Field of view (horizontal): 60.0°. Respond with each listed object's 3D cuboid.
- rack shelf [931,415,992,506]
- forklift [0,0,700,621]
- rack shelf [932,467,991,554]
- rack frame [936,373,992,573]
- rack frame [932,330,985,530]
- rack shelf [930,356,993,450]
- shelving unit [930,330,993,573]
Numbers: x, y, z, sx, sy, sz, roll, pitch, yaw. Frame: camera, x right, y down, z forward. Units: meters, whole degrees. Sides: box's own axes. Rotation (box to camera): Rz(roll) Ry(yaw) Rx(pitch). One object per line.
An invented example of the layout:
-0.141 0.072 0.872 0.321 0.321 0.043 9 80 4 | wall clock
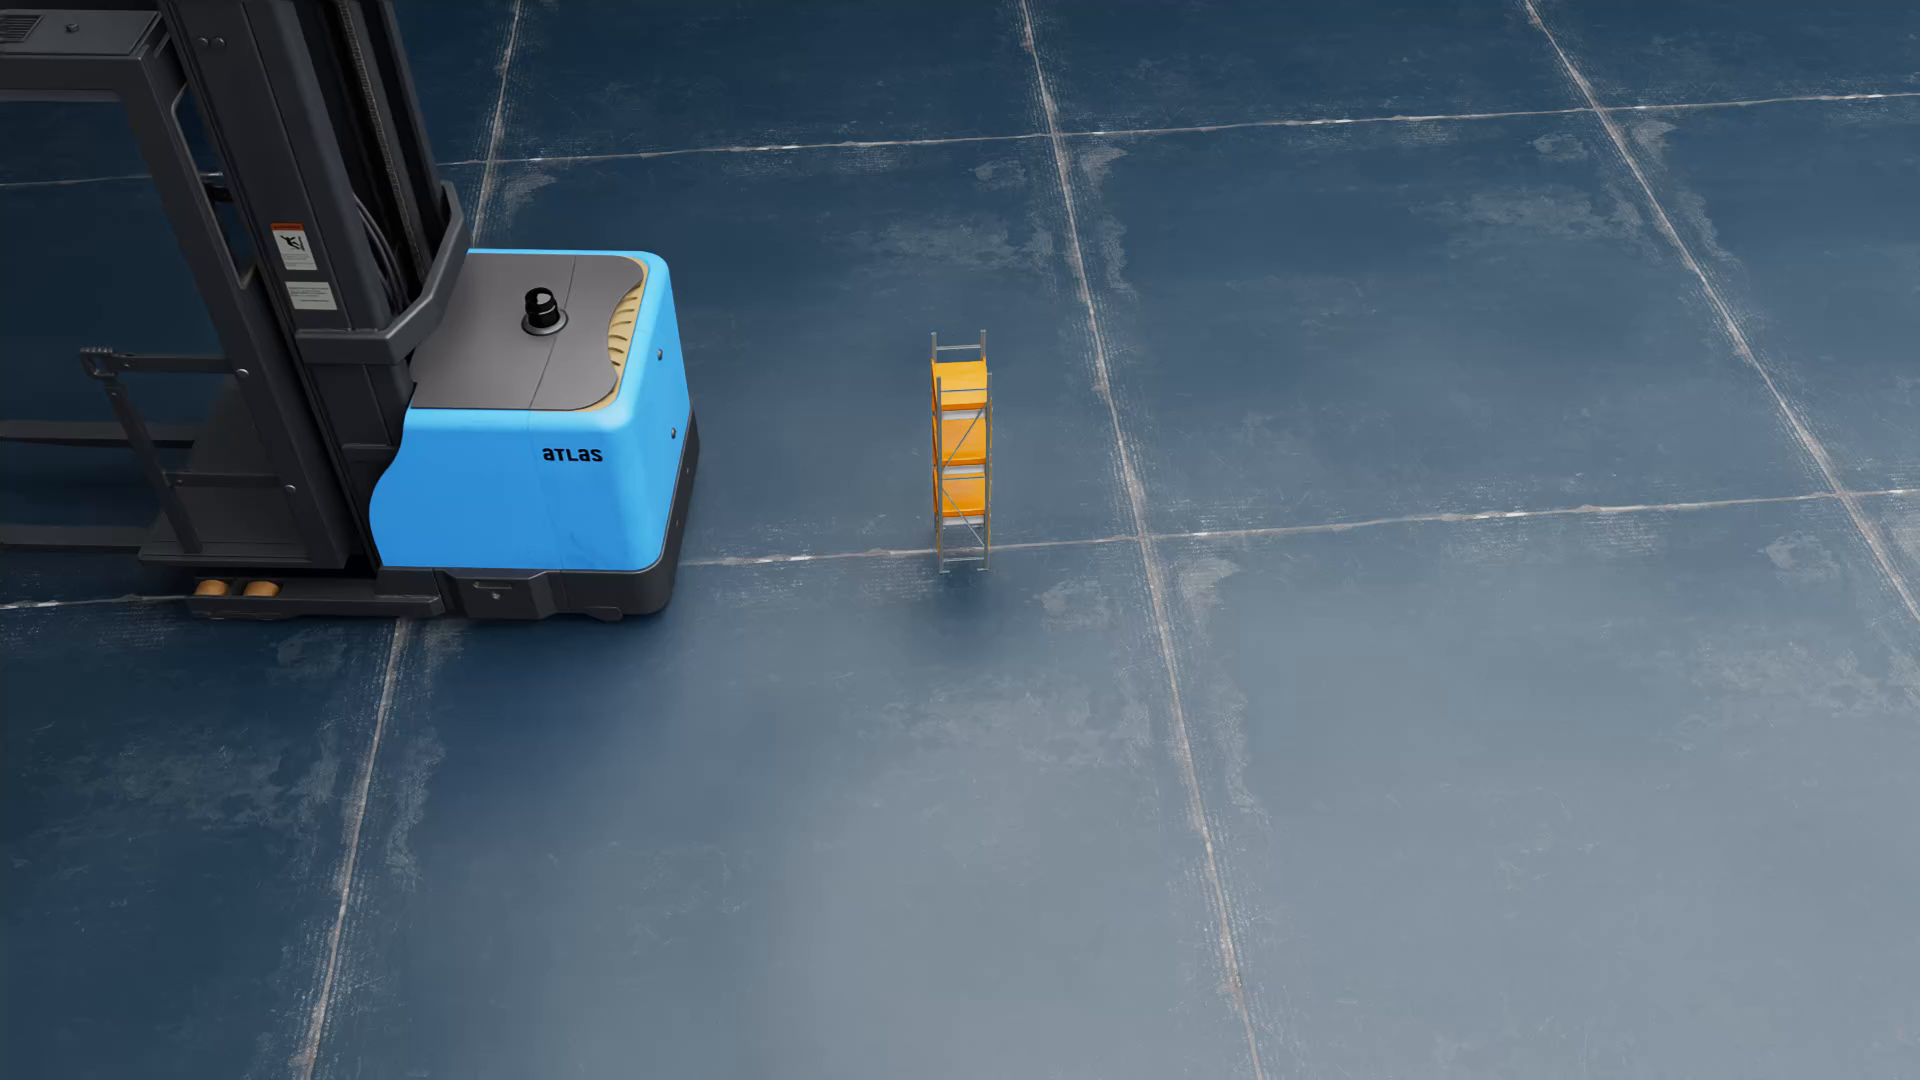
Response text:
0.004 -0.315 6.476 0.215 0.259 0.240 -3 47 -3 | rack shelf
-2.646 -1.073 5.884 3.031 2.935 1.130 1 47 1 | forklift
0.004 -0.124 6.678 0.215 0.259 0.240 -3 47 -3 | rack shelf
0.015 -0.234 6.385 0.200 1.050 0.008 -3 47 -3 | rack frame
-0.006 -0.411 6.552 0.200 1.050 0.008 -3 47 -3 | rack frame
0.004 -0.510 6.270 0.215 0.259 0.240 -3 47 -3 | rack shelf
0.004 -0.322 6.469 0.215 1.050 0.252 -3 47 -3 | shelving unit
